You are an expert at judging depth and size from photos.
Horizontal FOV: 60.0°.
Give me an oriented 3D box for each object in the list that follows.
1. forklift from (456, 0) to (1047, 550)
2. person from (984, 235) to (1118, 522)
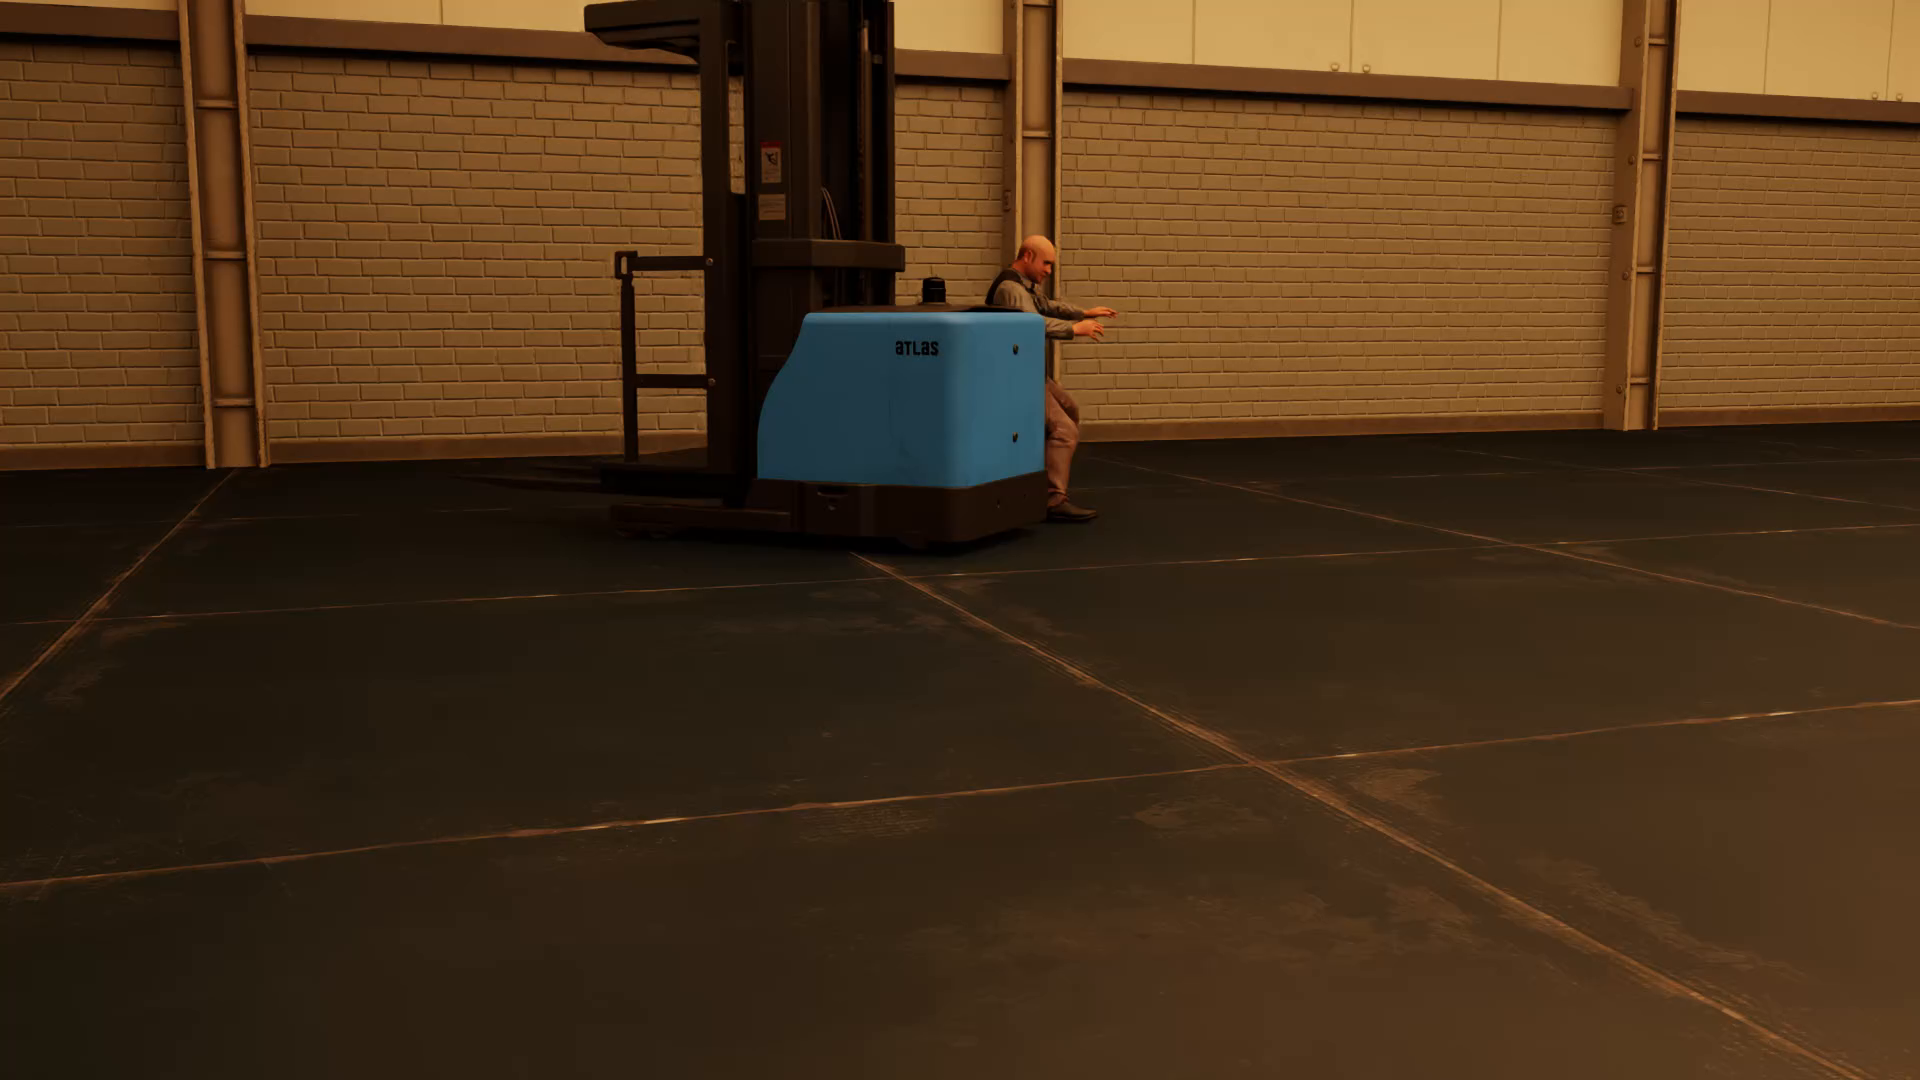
[{"bbox_3d":[-1.132,-1.517,8.200,3.031,2.935,1.130,4,9,25],"label":"forklift"},{"bbox_3d":[0.471,-0.910,9.078,0.709,1.484,1.199,2,8,12],"label":"person"}]
